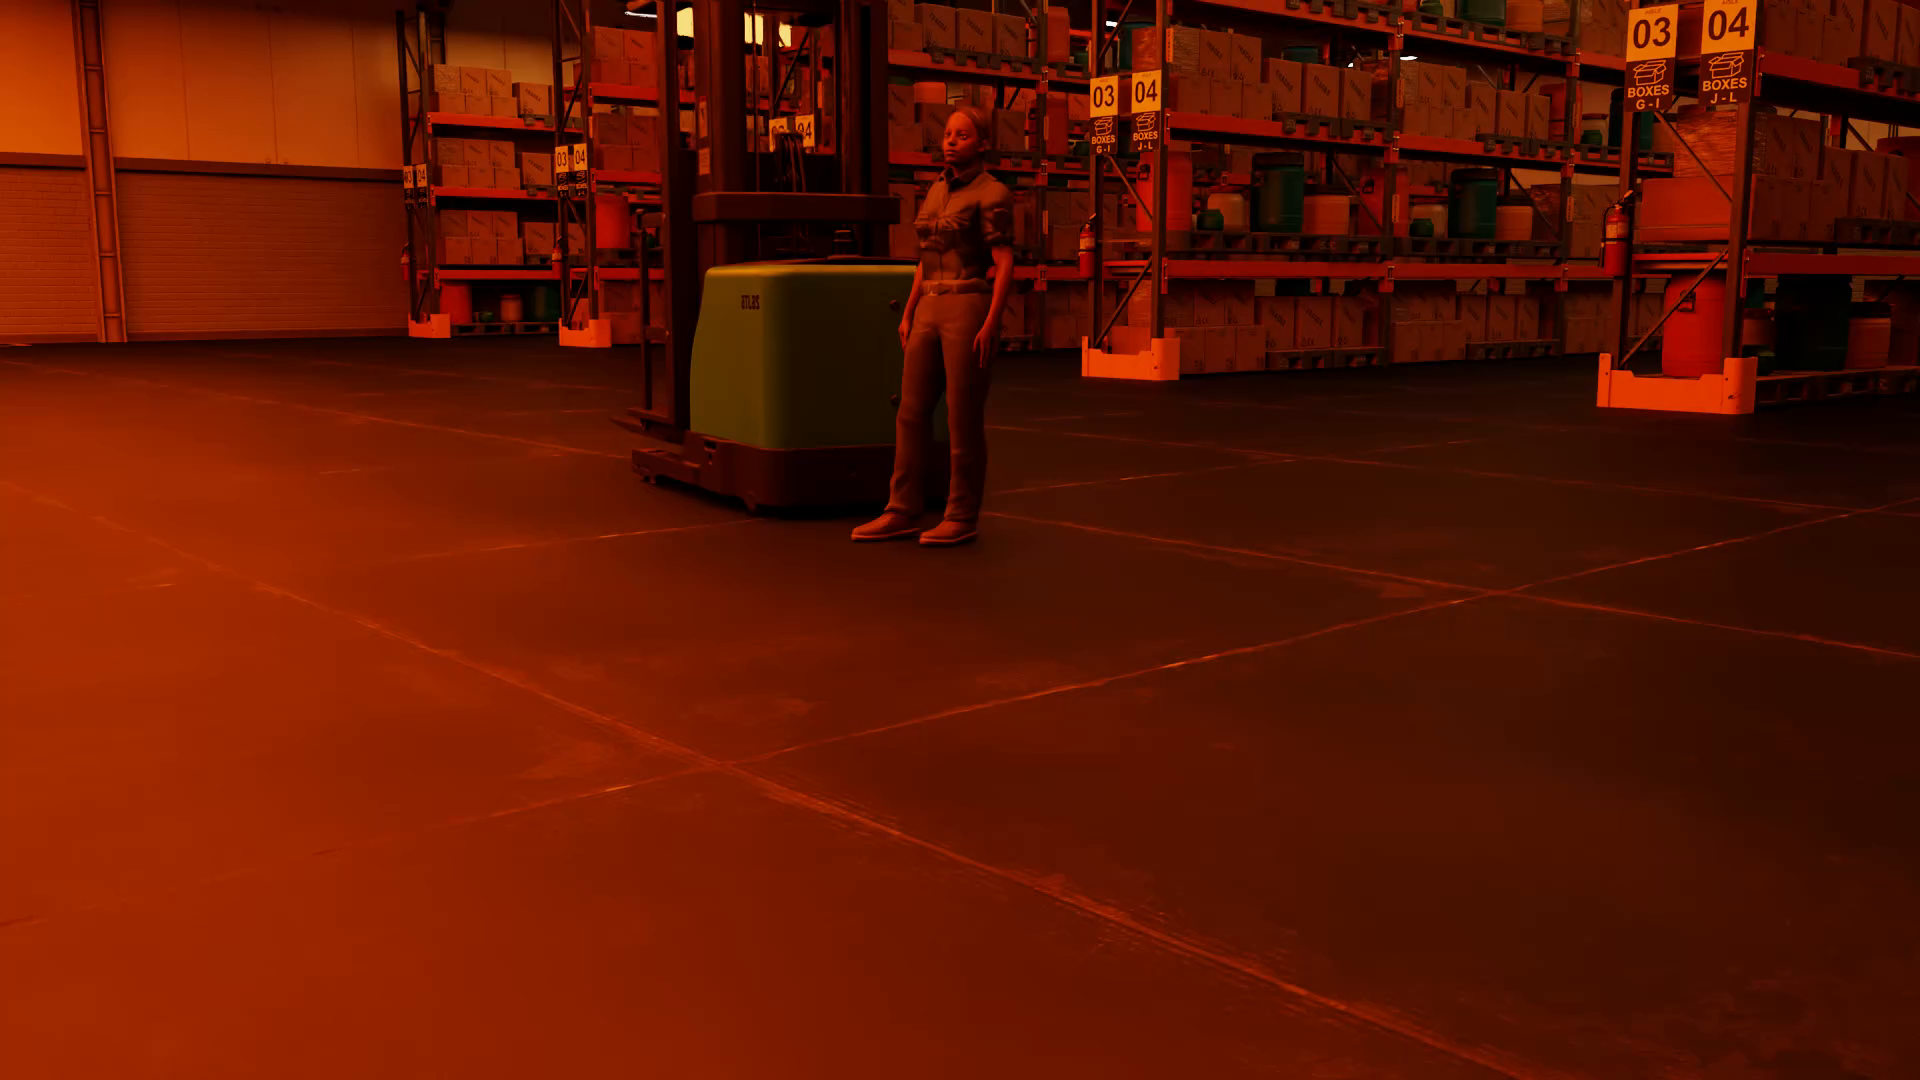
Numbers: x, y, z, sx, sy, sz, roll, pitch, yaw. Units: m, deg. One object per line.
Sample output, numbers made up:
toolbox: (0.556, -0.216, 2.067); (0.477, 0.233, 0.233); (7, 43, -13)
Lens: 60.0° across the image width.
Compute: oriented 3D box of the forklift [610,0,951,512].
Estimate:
forklift: (-1.029, -1.755, 8.295); (1.130, 2.935, 3.031); (-5, 10, -27)

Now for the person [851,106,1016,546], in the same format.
person: (-0.081, -0.808, 6.342); (0.476, 1.657, 0.587); (-8, 12, -42)
